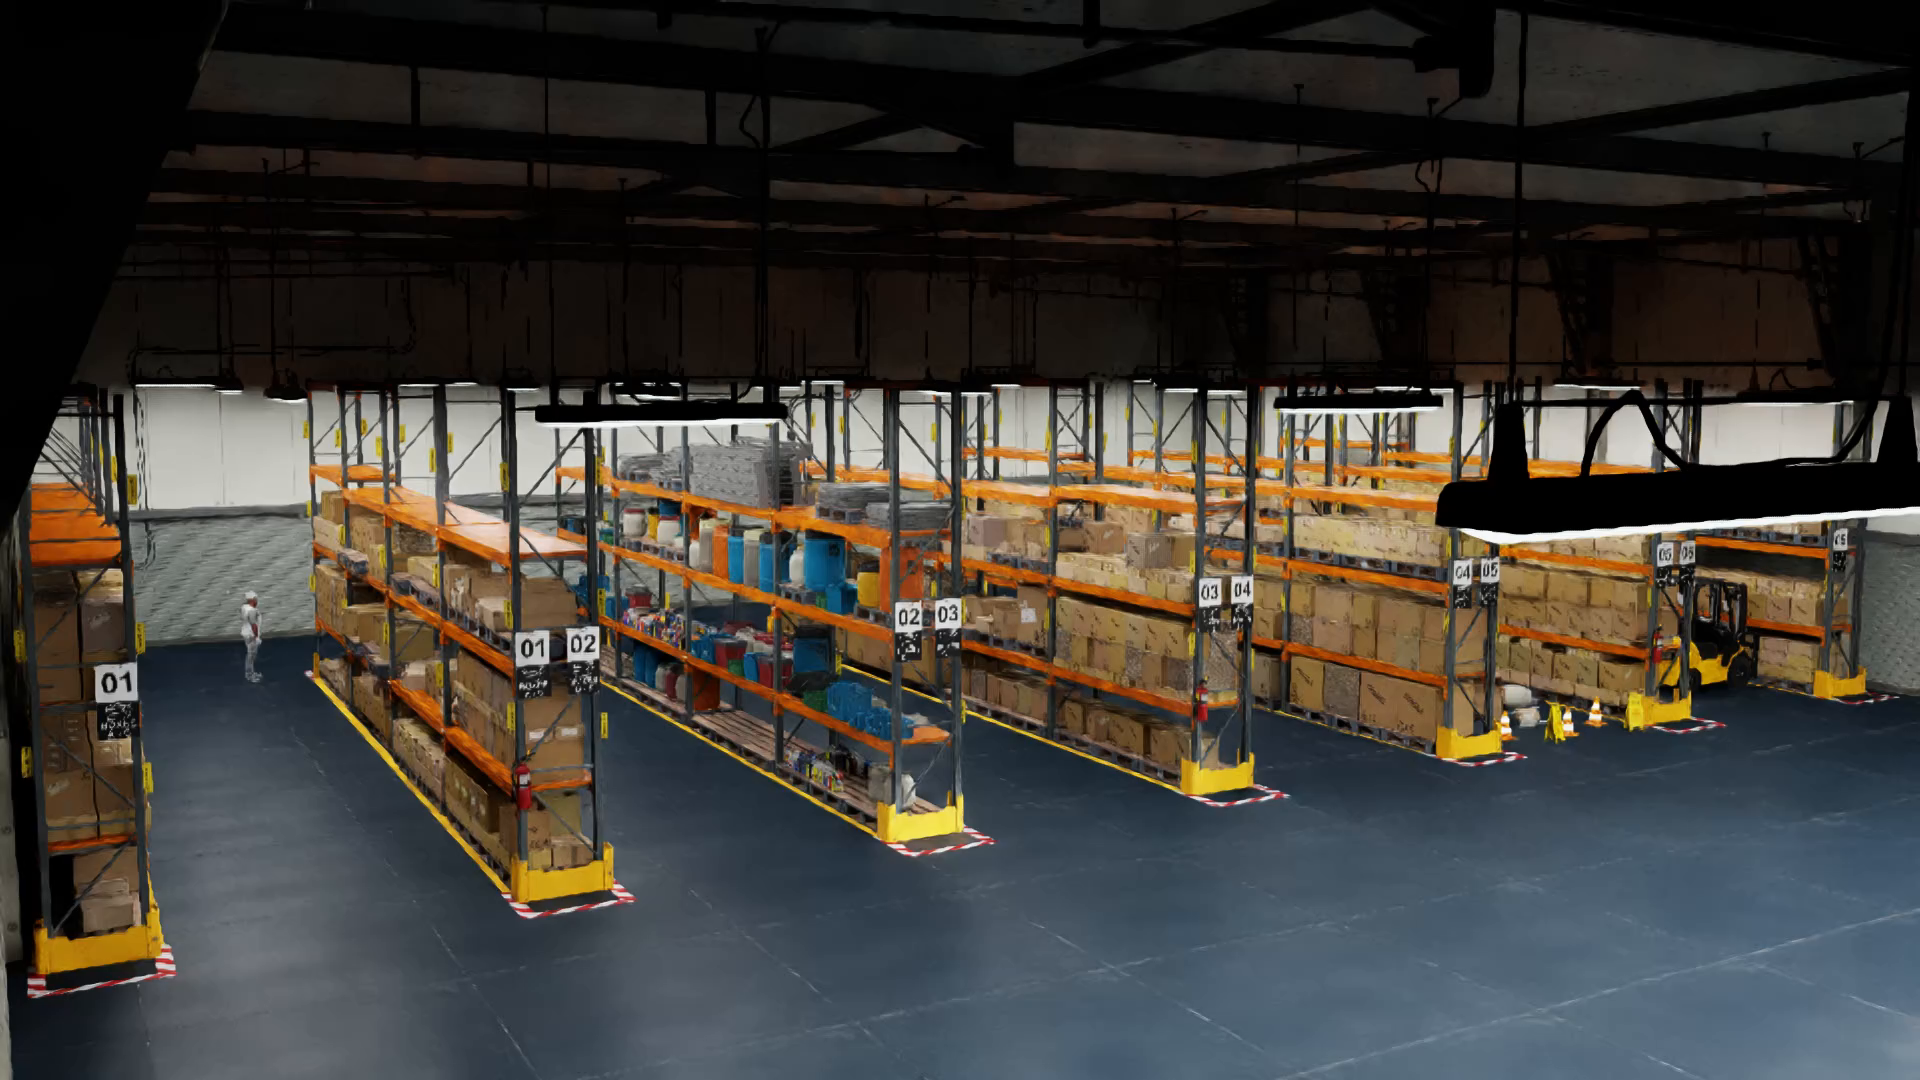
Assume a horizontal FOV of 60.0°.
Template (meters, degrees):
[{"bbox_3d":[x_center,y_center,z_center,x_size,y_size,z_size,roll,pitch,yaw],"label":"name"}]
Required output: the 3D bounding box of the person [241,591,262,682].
[{"bbox_3d":[-14.098,1.900,33.125,0.398,1.791,0.692,-4,7,-35],"label":"person"}]
